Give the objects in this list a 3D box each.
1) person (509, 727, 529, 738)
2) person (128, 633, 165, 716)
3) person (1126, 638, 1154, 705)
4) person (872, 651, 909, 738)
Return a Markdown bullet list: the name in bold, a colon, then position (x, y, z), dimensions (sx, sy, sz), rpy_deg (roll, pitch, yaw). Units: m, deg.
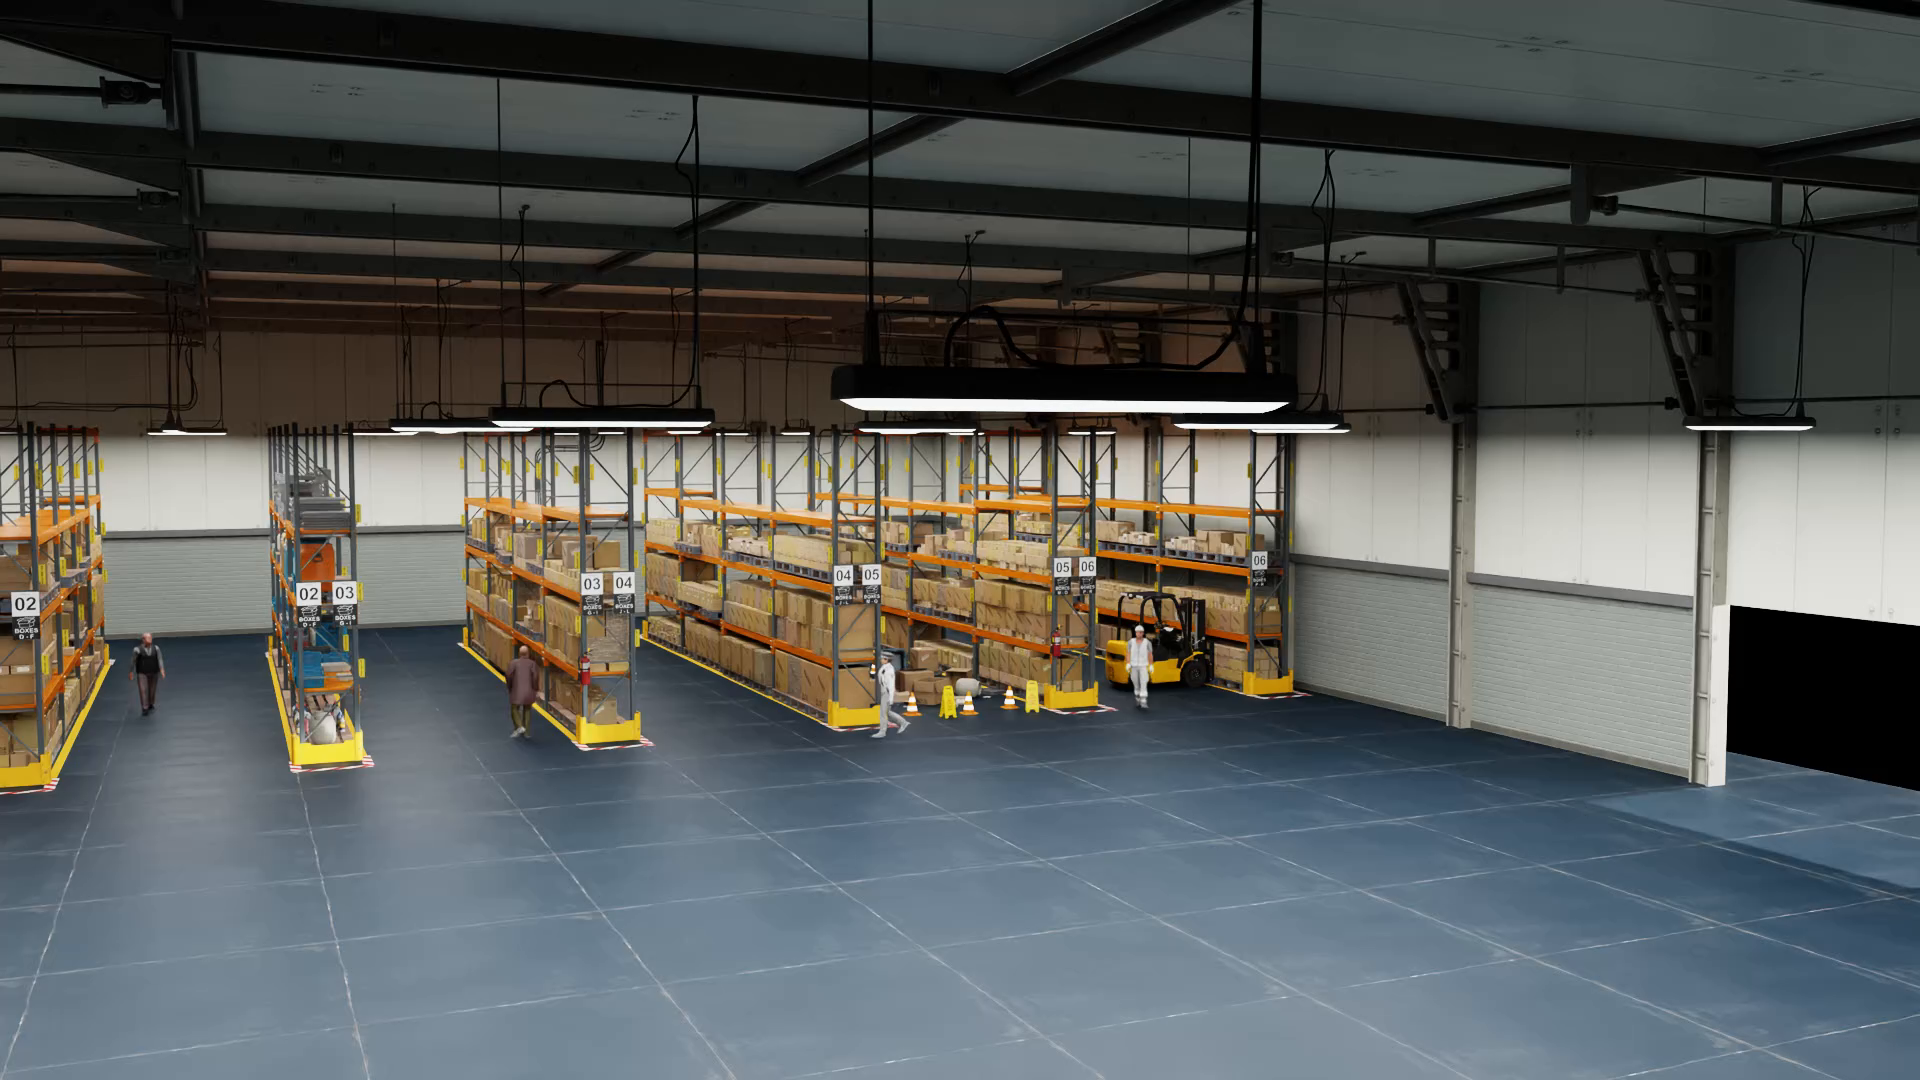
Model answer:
- **person**: position (-8.407, 3.643, 31.682), dimensions (0.388, 0.294, 0.659), rpy_deg (-1, 4, -23)
- **person**: position (-16.872, 2.763, 34.496), dimensions (0.650, 1.663, 1.066), rpy_deg (-2, 4, -33)
- **person**: position (3.797, 2.762, 35.145), dimensions (0.570, 1.435, 0.828), rpy_deg (1, 4, 17)
- **person**: position (-1.338, 2.948, 31.888), dimensions (0.763, 1.645, 0.538), rpy_deg (-1, 4, -13)
